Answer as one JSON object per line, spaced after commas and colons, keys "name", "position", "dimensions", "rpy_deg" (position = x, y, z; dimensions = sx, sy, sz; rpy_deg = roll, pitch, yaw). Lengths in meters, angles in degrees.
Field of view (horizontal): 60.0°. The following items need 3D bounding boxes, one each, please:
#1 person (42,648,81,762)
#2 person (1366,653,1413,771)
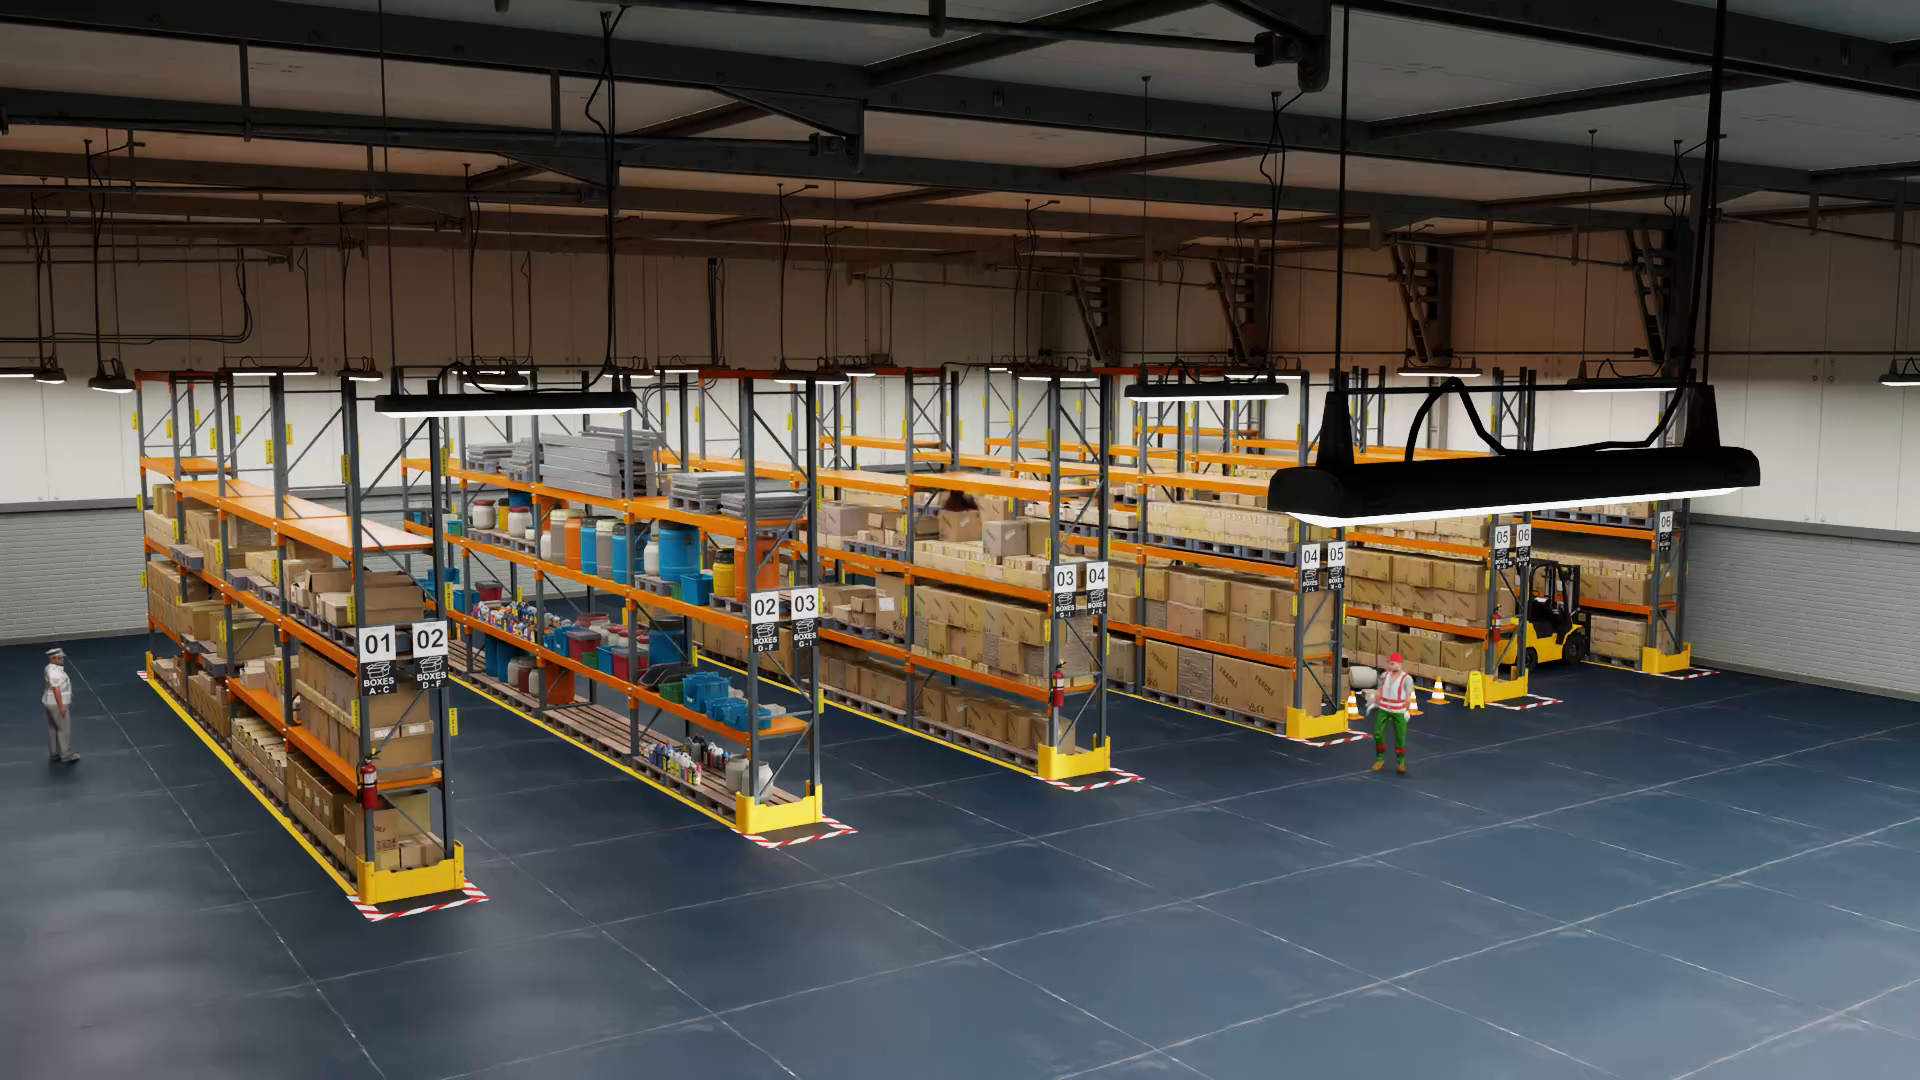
{"name": "person", "position": [-13.931, 2.541, 25.747], "dimensions": [0.453, 1.762, 0.604], "rpy_deg": [-6, 9, -42]}
{"name": "person", "position": [6.494, 2.596, 25.150], "dimensions": [0.680, 1.806, 0.365], "rpy_deg": [4, 7, 29]}
